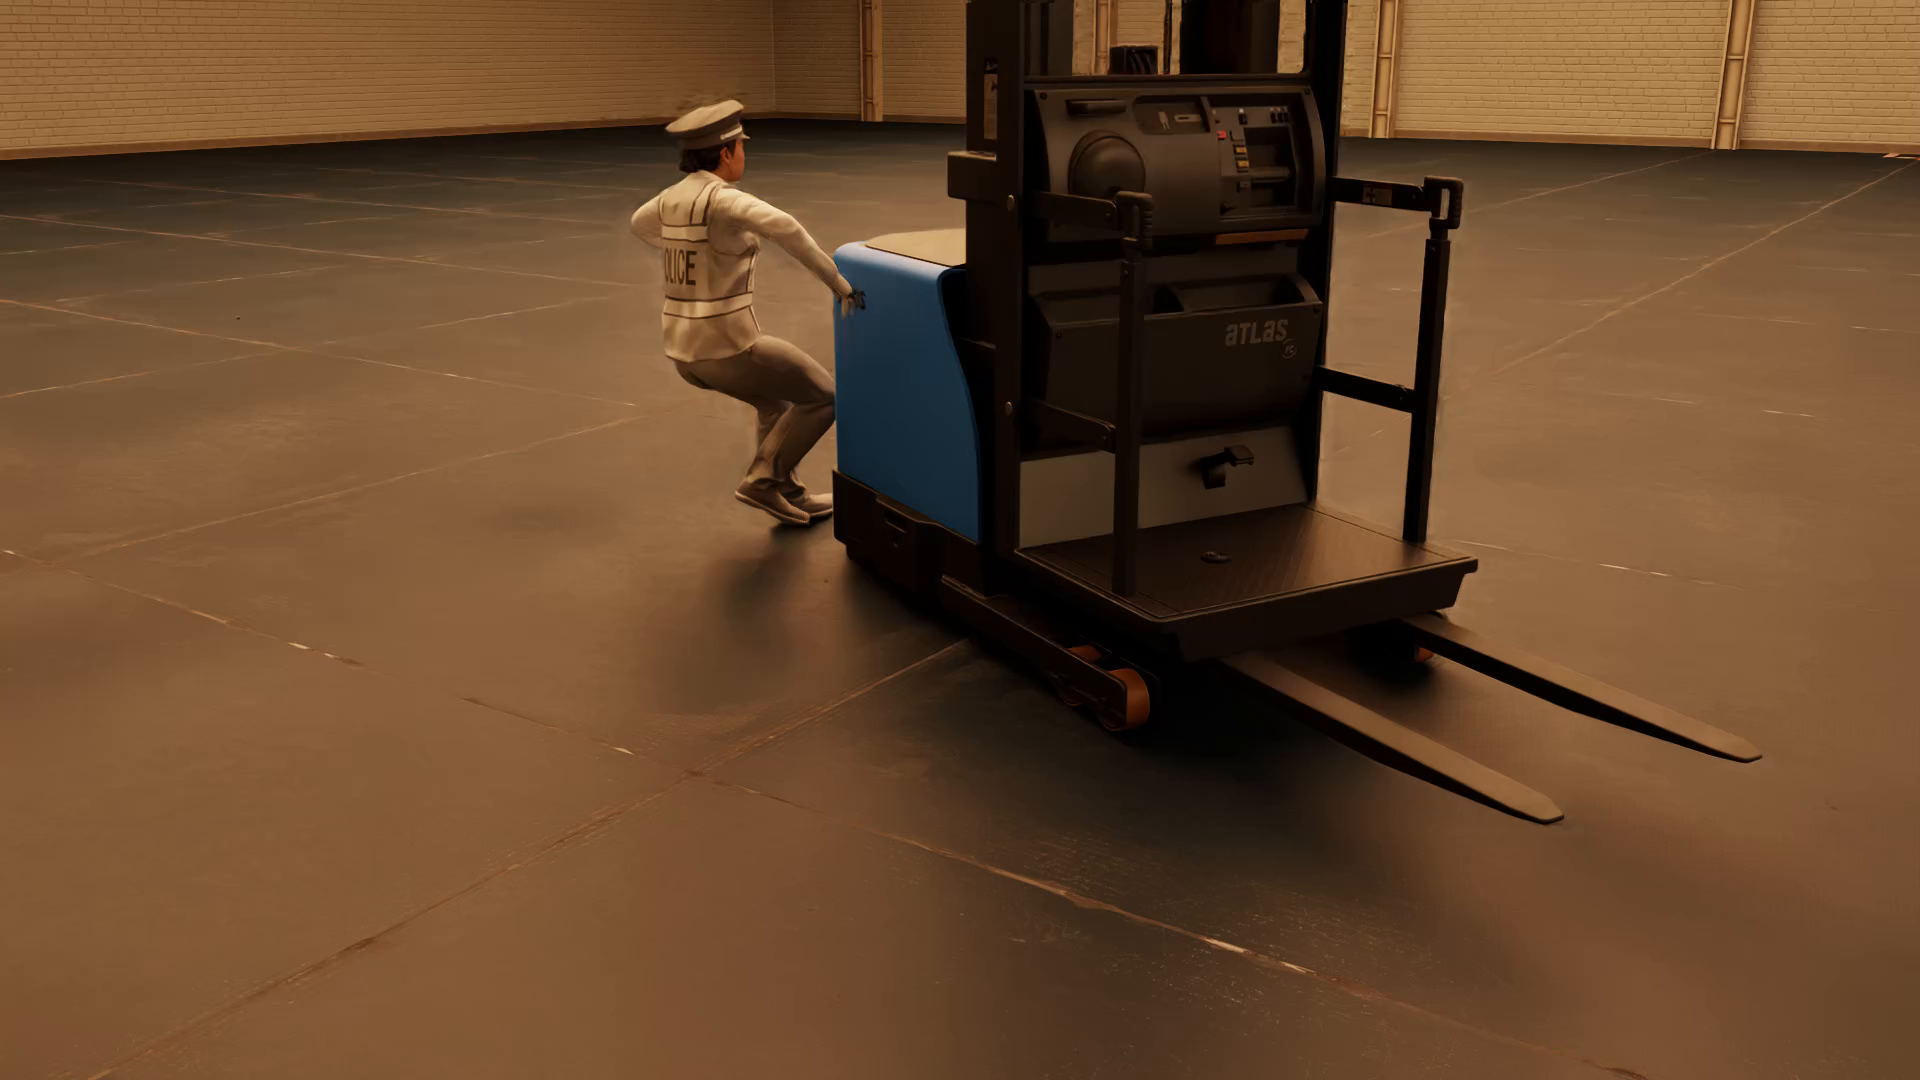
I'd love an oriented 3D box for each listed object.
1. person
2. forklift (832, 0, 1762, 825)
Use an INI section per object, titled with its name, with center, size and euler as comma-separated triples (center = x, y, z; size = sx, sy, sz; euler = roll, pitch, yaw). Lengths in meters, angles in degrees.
[person]
center = -0.661, -0.736, 5.736
size = 0.766, 1.523, 0.990
euler = -12, 20, -35
[forklift]
center = 0.719, -1.056, 4.364
size = 1.130, 2.935, 3.031
euler = -9, 19, -28
